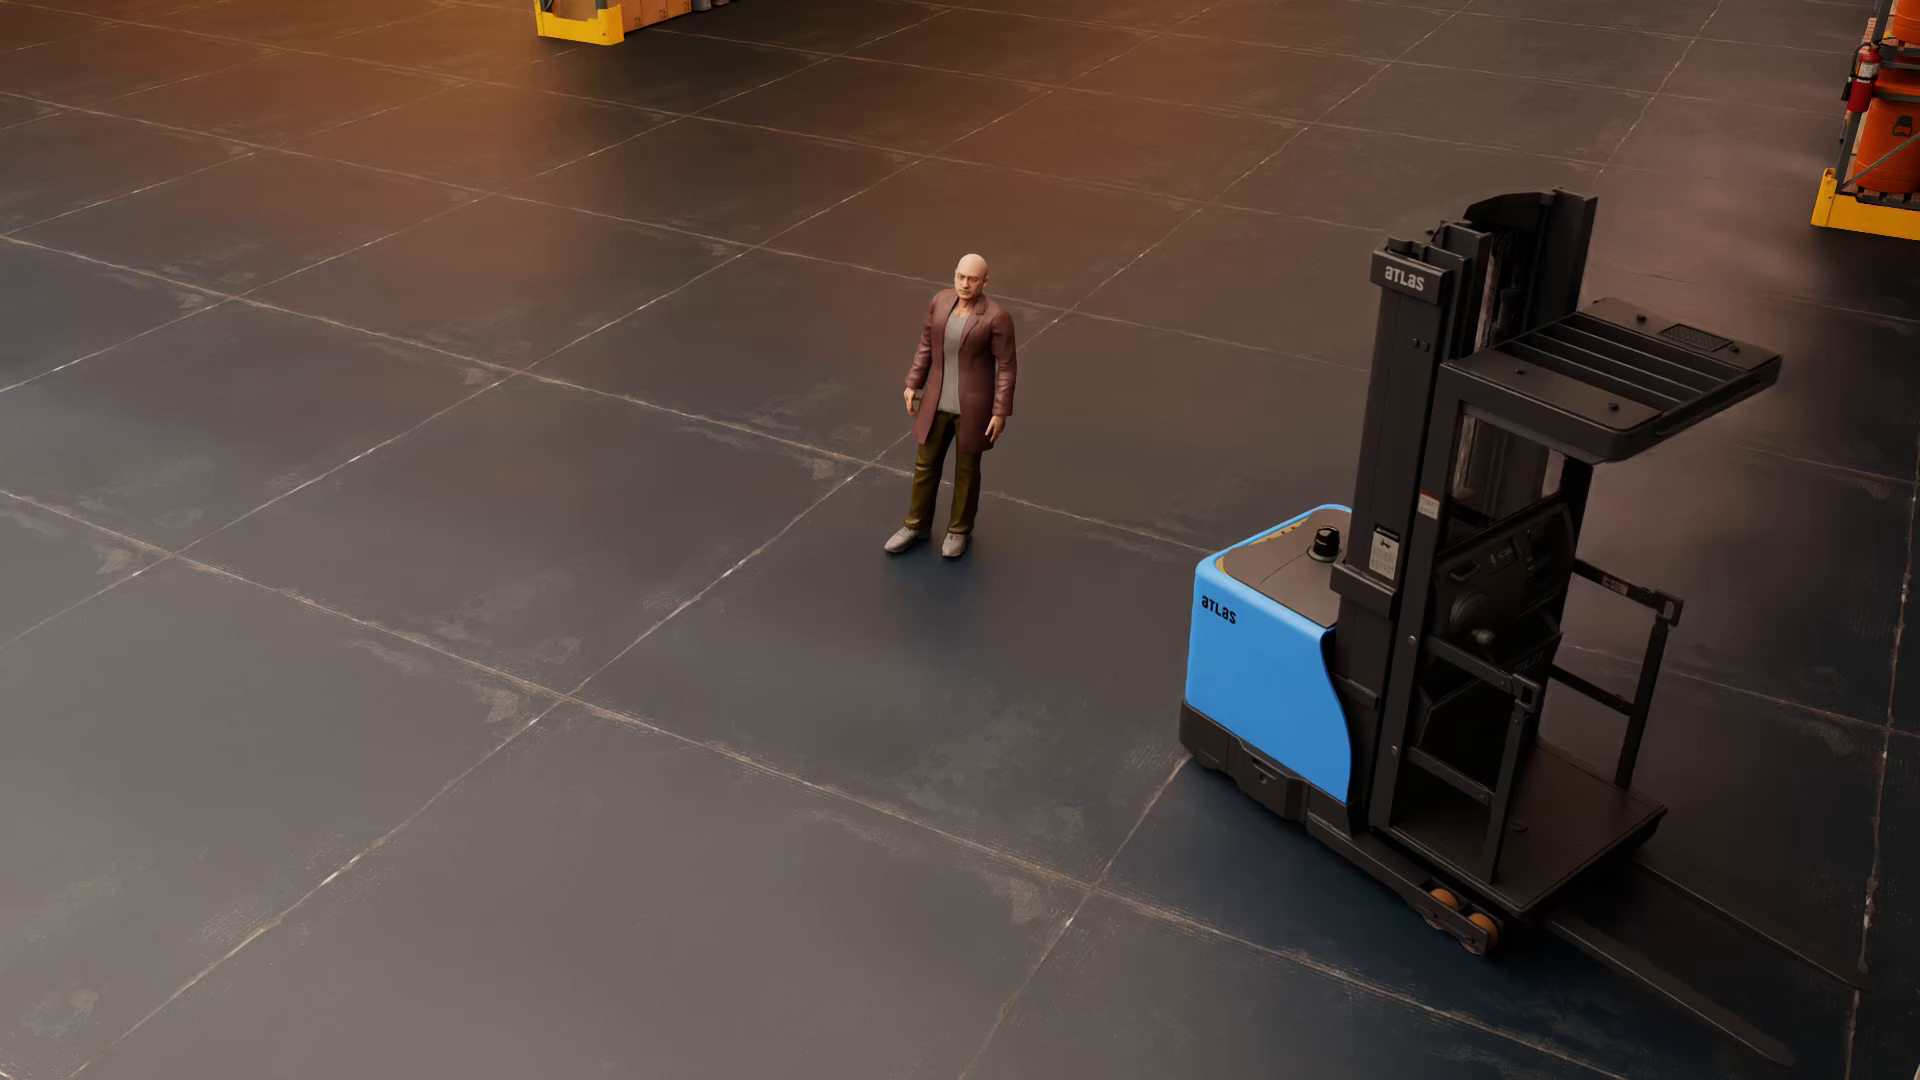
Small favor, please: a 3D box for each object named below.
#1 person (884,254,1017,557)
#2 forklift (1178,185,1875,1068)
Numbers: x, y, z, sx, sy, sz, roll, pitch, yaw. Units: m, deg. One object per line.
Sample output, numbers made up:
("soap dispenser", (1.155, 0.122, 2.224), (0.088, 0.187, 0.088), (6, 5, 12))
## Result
("person", (-0.048, -0.737, 9.486), (0.698, 1.778, 0.579), (15, 33, 25))
("forklift", (2.388, 0.185, 6.749), (1.130, 2.935, 3.031), (-22, 37, -33))
